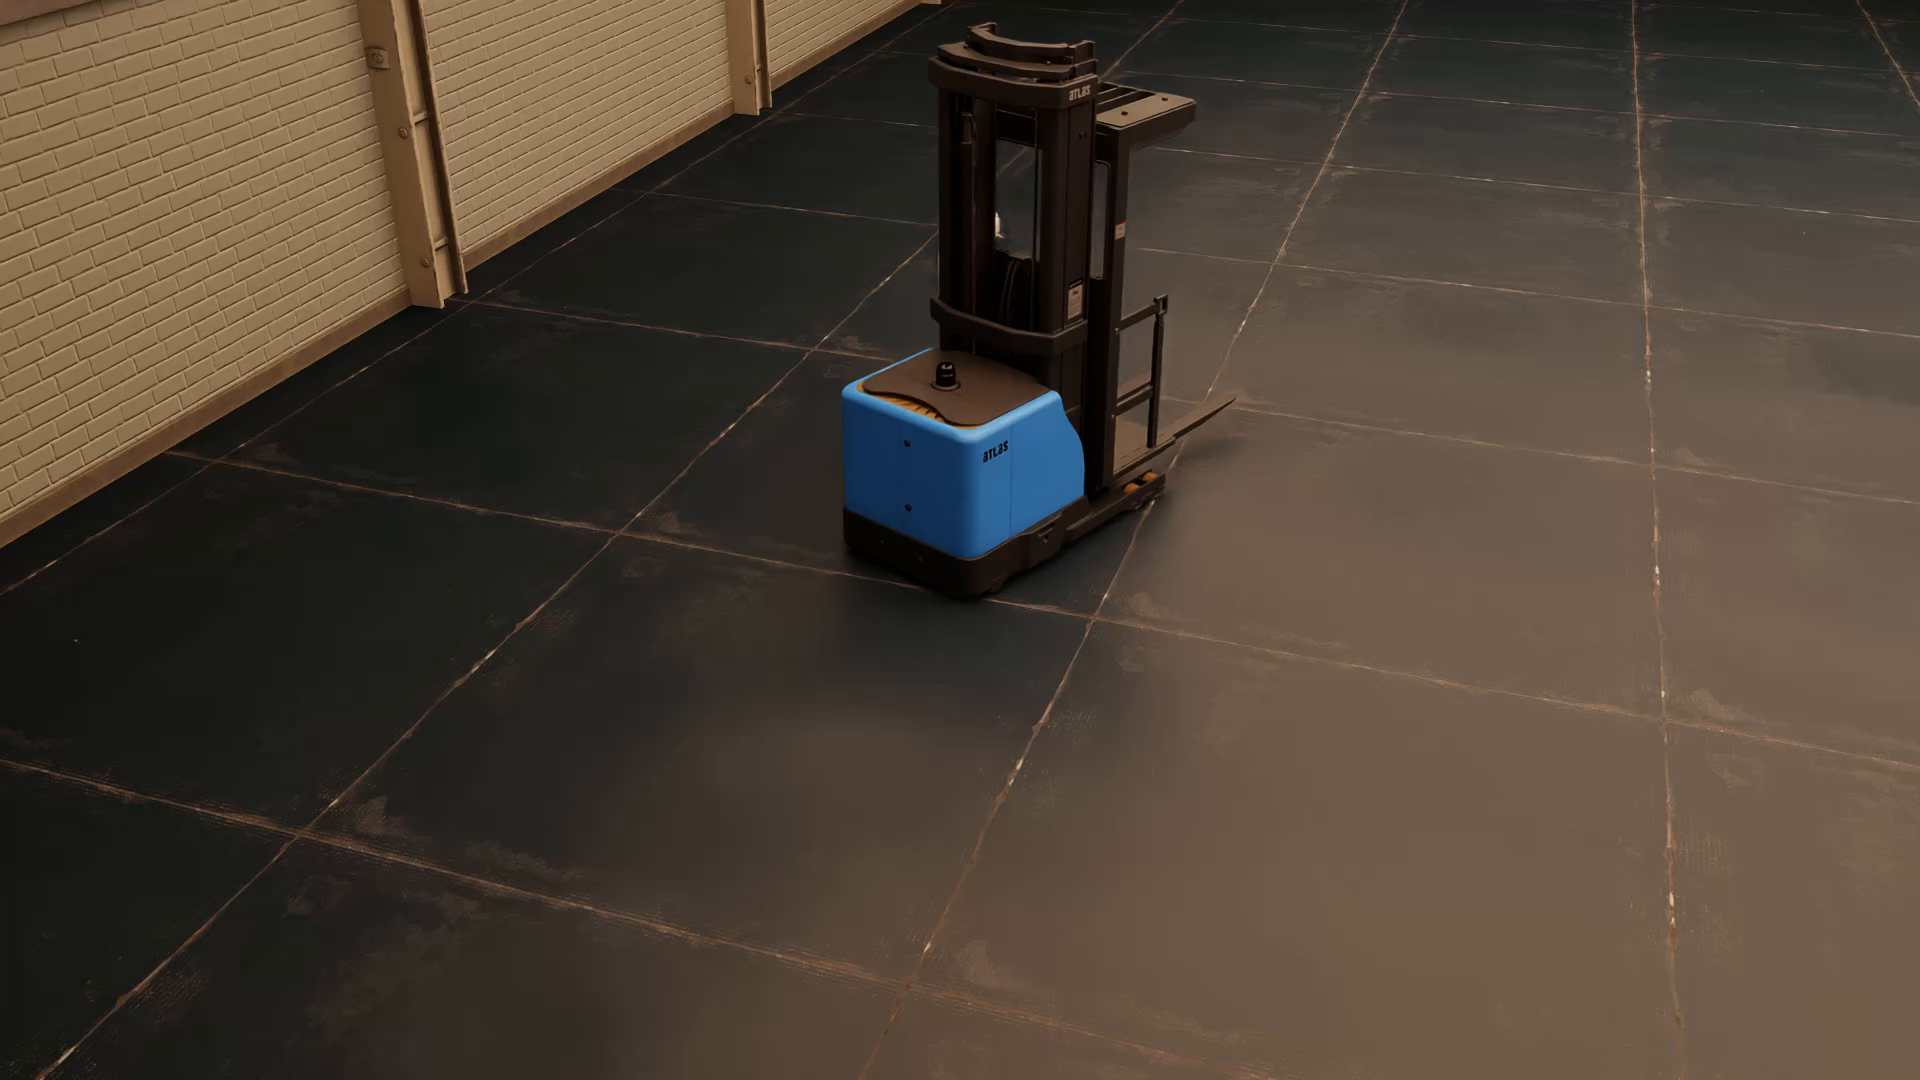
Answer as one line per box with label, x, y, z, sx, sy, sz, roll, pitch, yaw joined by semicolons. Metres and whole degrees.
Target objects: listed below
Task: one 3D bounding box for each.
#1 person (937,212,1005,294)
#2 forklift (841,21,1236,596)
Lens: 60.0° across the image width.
person;0.183;-1.466;11.077;0.972;1.578;1.247;-11;31;-18
forklift;0.650;-1.606;9.954;1.130;2.935;3.031;23;37;35
